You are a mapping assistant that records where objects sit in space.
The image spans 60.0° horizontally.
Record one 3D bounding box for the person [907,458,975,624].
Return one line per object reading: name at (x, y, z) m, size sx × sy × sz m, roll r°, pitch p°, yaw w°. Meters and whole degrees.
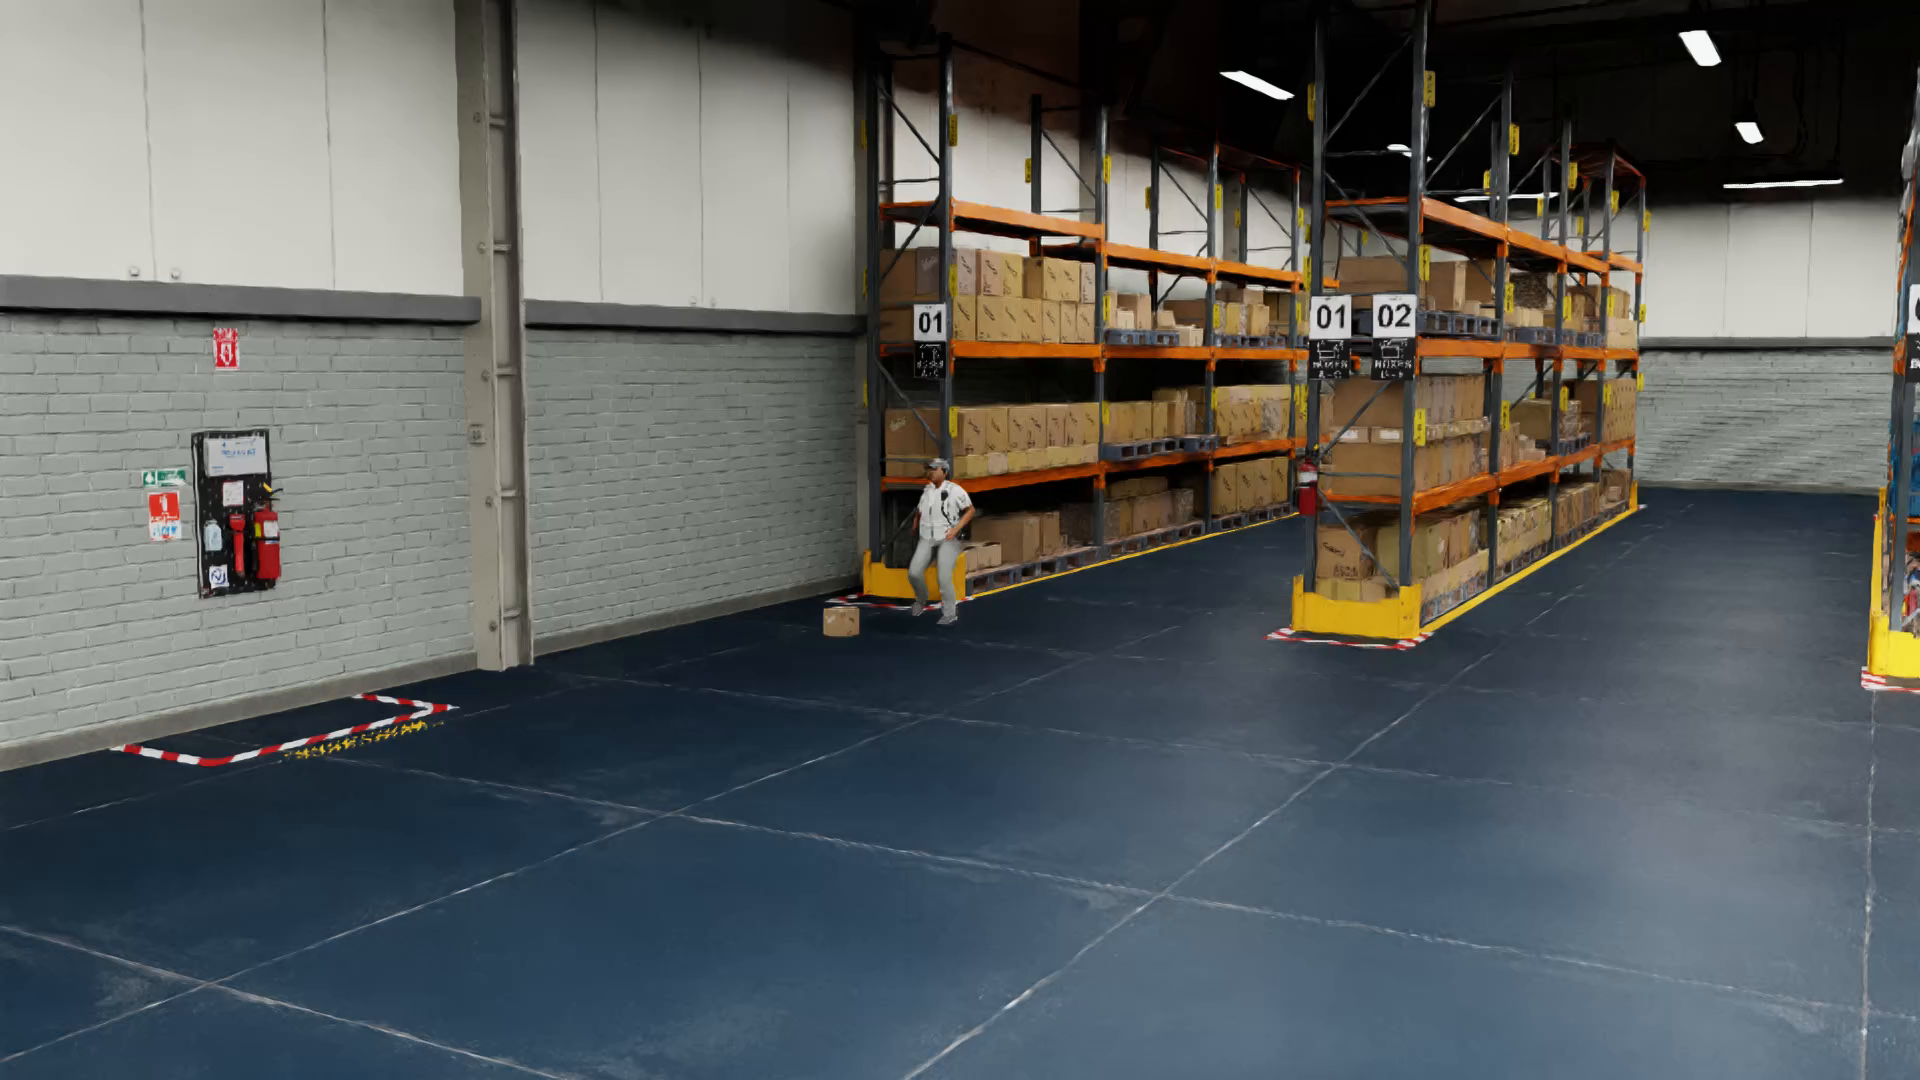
person at (-0.215, 0.008, 16.476) m, size 0.707 × 1.637 × 0.477 m, roll 3°, pitch 7°, yaw 27°
